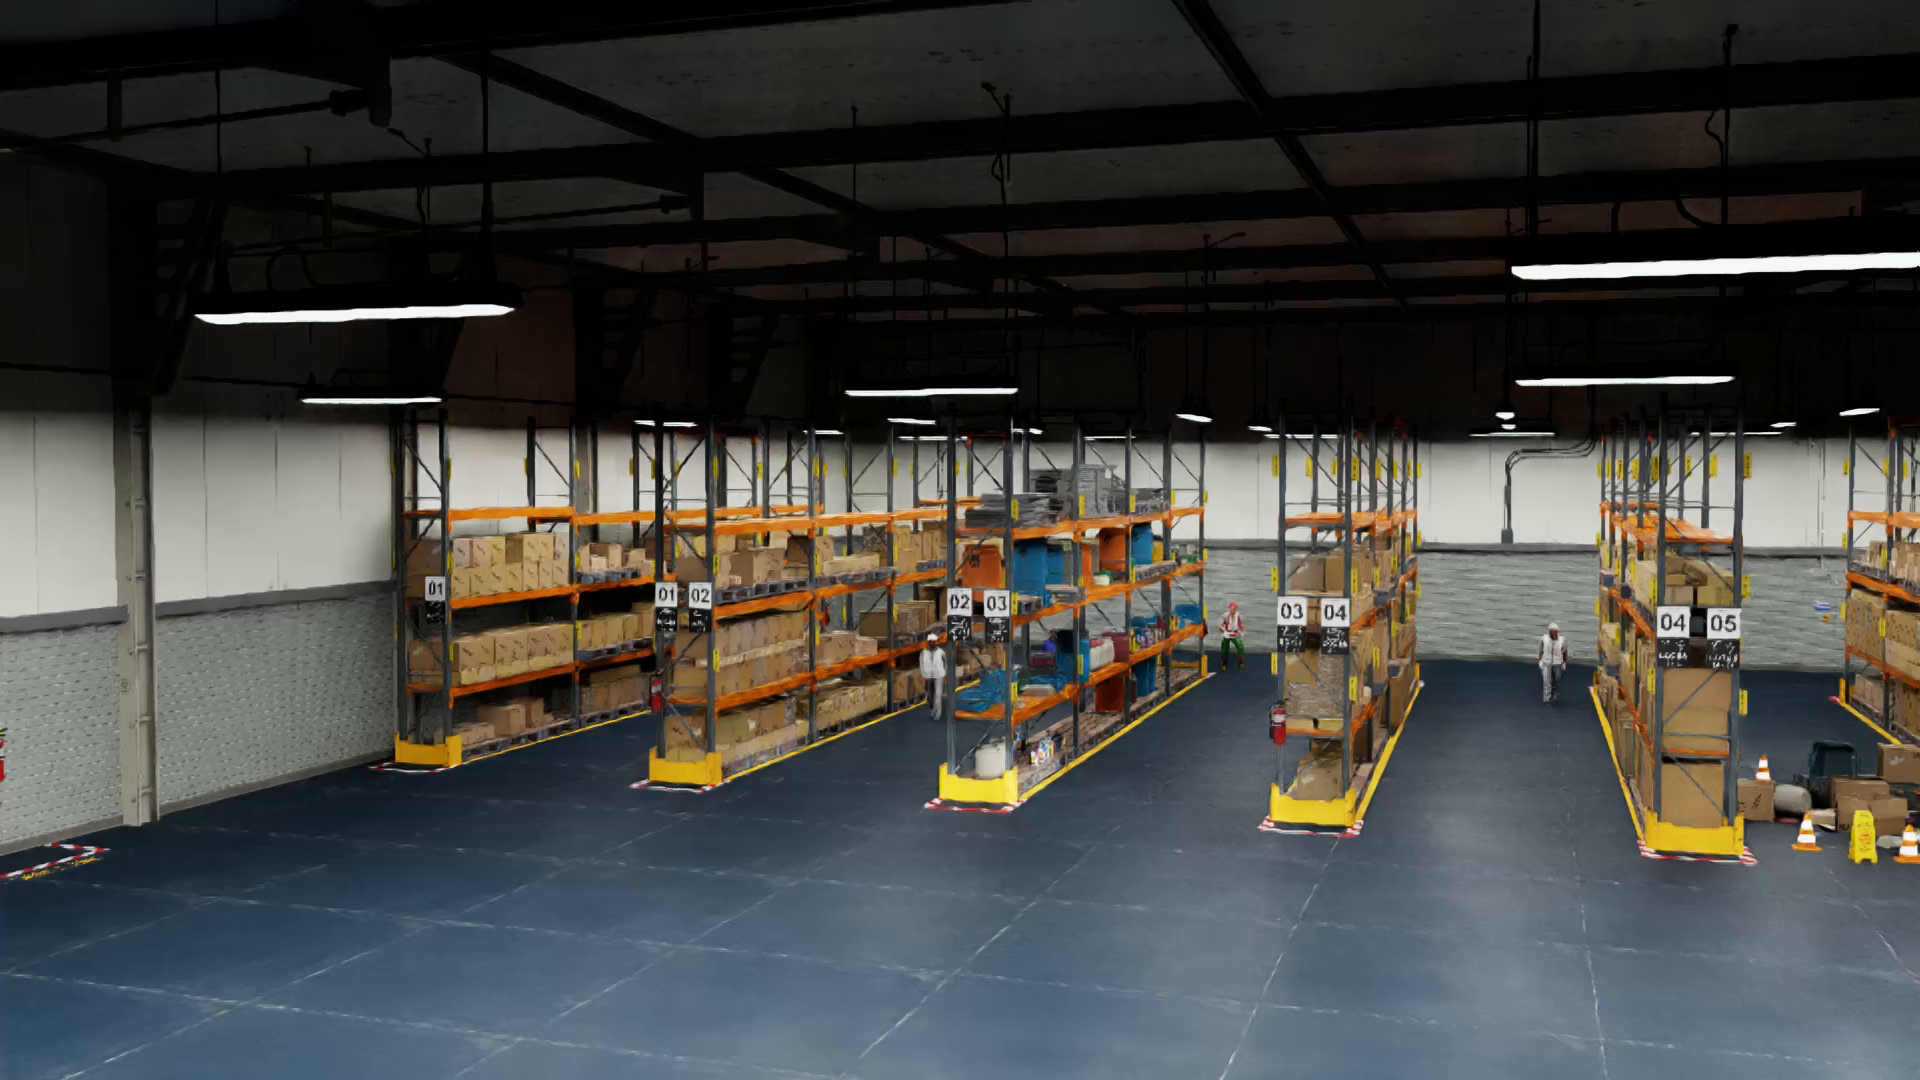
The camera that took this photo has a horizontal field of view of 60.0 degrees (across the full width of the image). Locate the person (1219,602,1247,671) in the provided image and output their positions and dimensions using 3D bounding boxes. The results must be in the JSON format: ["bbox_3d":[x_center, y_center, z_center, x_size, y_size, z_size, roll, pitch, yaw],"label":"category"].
[{"bbox_3d":[6.711,2.373,41.055,0.675,1.727,0.768,0,2,-2],"label":"person"}]

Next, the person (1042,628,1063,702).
[{"bbox_3d":[2.018,2.678,35.680,0.592,1.604,0.518,1,3,16],"label":"person"}]

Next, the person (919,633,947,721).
[{"bbox_3d":[-0.549,2.713,33.177,0.538,1.715,1.026,0,2,10],"label":"person"}]

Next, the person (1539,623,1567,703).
[{"bbox_3d":[12.685,2.599,35.550,0.563,1.683,1.118,1,3,17],"label":"person"}]
